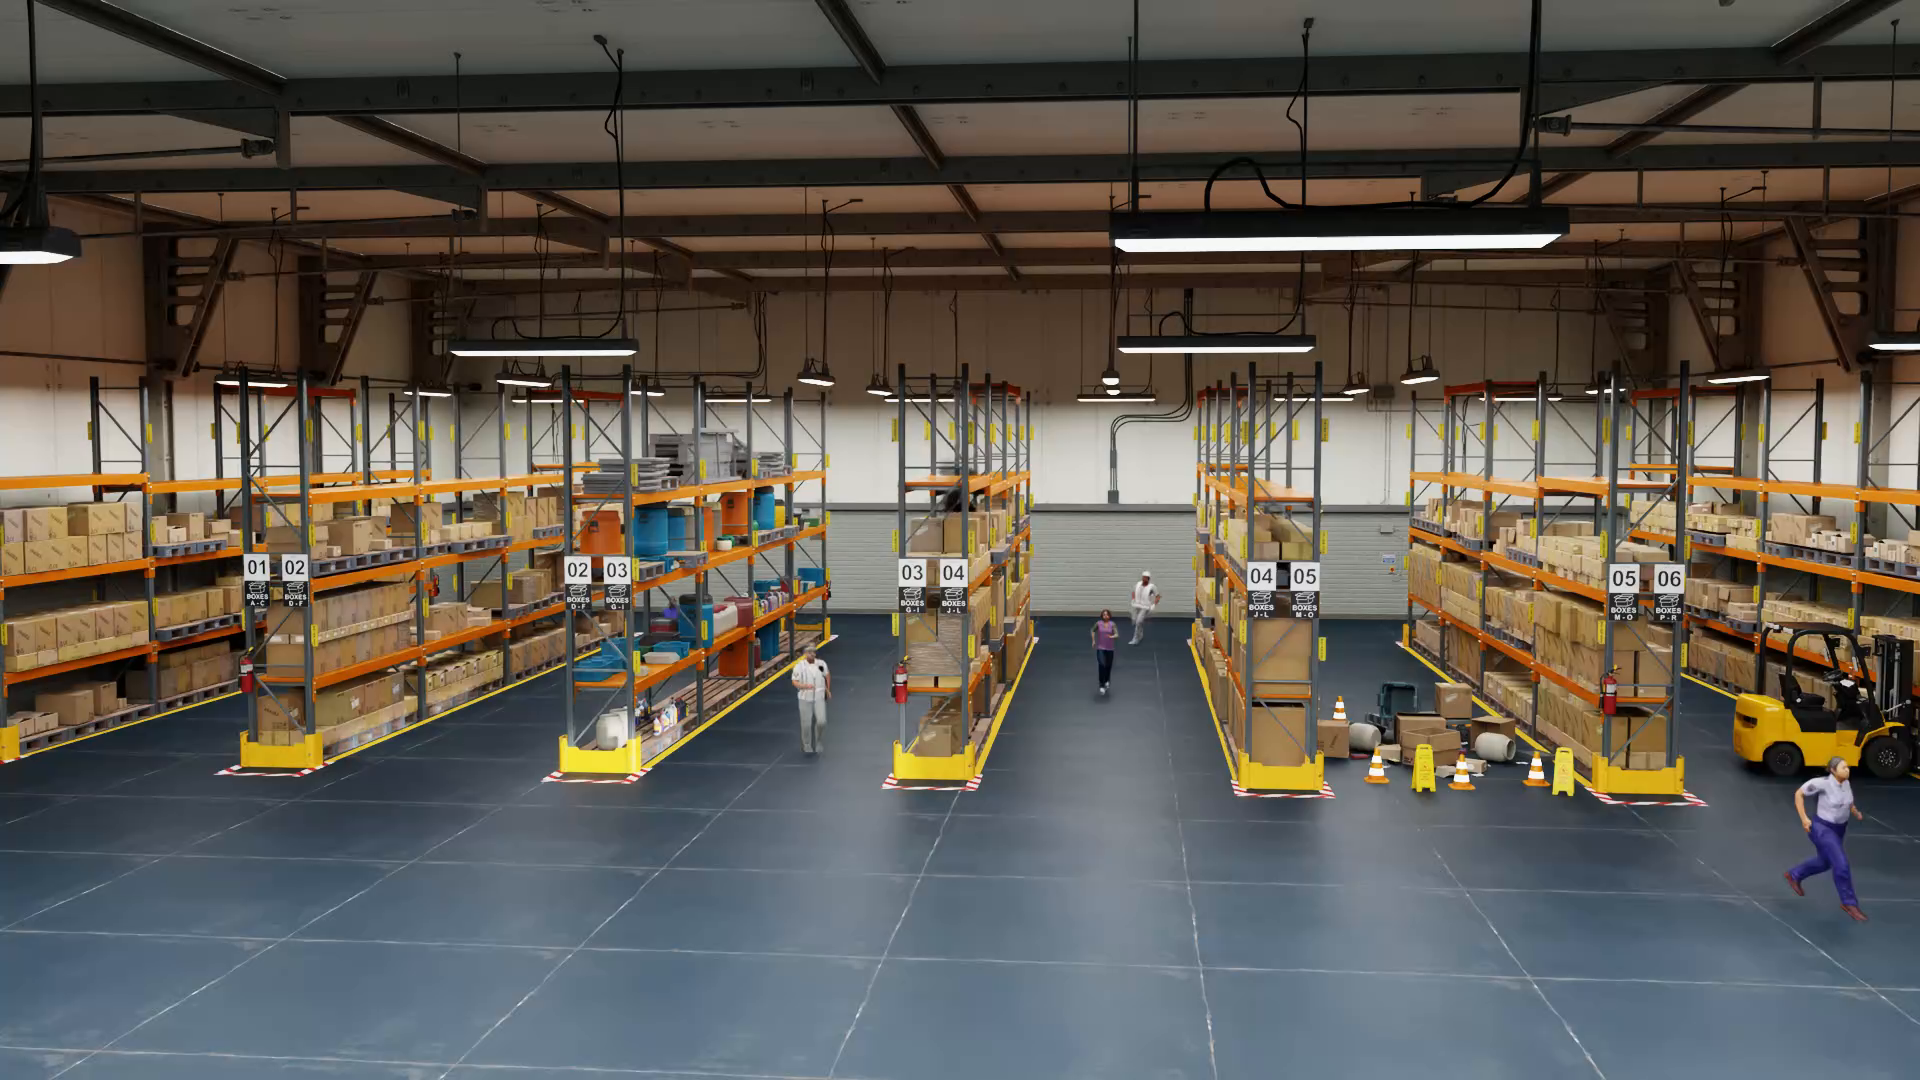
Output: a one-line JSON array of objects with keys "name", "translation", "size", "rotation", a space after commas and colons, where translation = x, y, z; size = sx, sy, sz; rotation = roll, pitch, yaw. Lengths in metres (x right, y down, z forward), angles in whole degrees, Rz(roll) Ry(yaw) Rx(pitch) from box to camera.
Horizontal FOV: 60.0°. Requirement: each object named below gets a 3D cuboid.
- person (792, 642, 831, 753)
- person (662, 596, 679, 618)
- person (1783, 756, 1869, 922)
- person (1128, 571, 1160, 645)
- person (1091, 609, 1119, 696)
[{"name": "person", "translation": [-2.285, 2.461, 25.826], "size": [0.646, 1.752, 0.655], "rotation": [-1, 4, -15]}, {"name": "person", "translation": [-5.988, 1.980, 34.663], "size": [0.555, 1.595, 0.550], "rotation": [1, 4, 13]}, {"name": "person", "translation": [9.082, 3.072, 17.400], "size": [0.628, 1.668, 0.943], "rotation": [-2, 4, -28]}, {"name": "person", "translation": [4.384, 1.610, 39.411], "size": [0.741, 1.736, 0.747], "rotation": [2, 4, 32]}, {"name": "person", "translation": [2.792, 2.142, 32.018], "size": [0.510, 1.642, 0.733], "rotation": [0, 4, -2]}]
